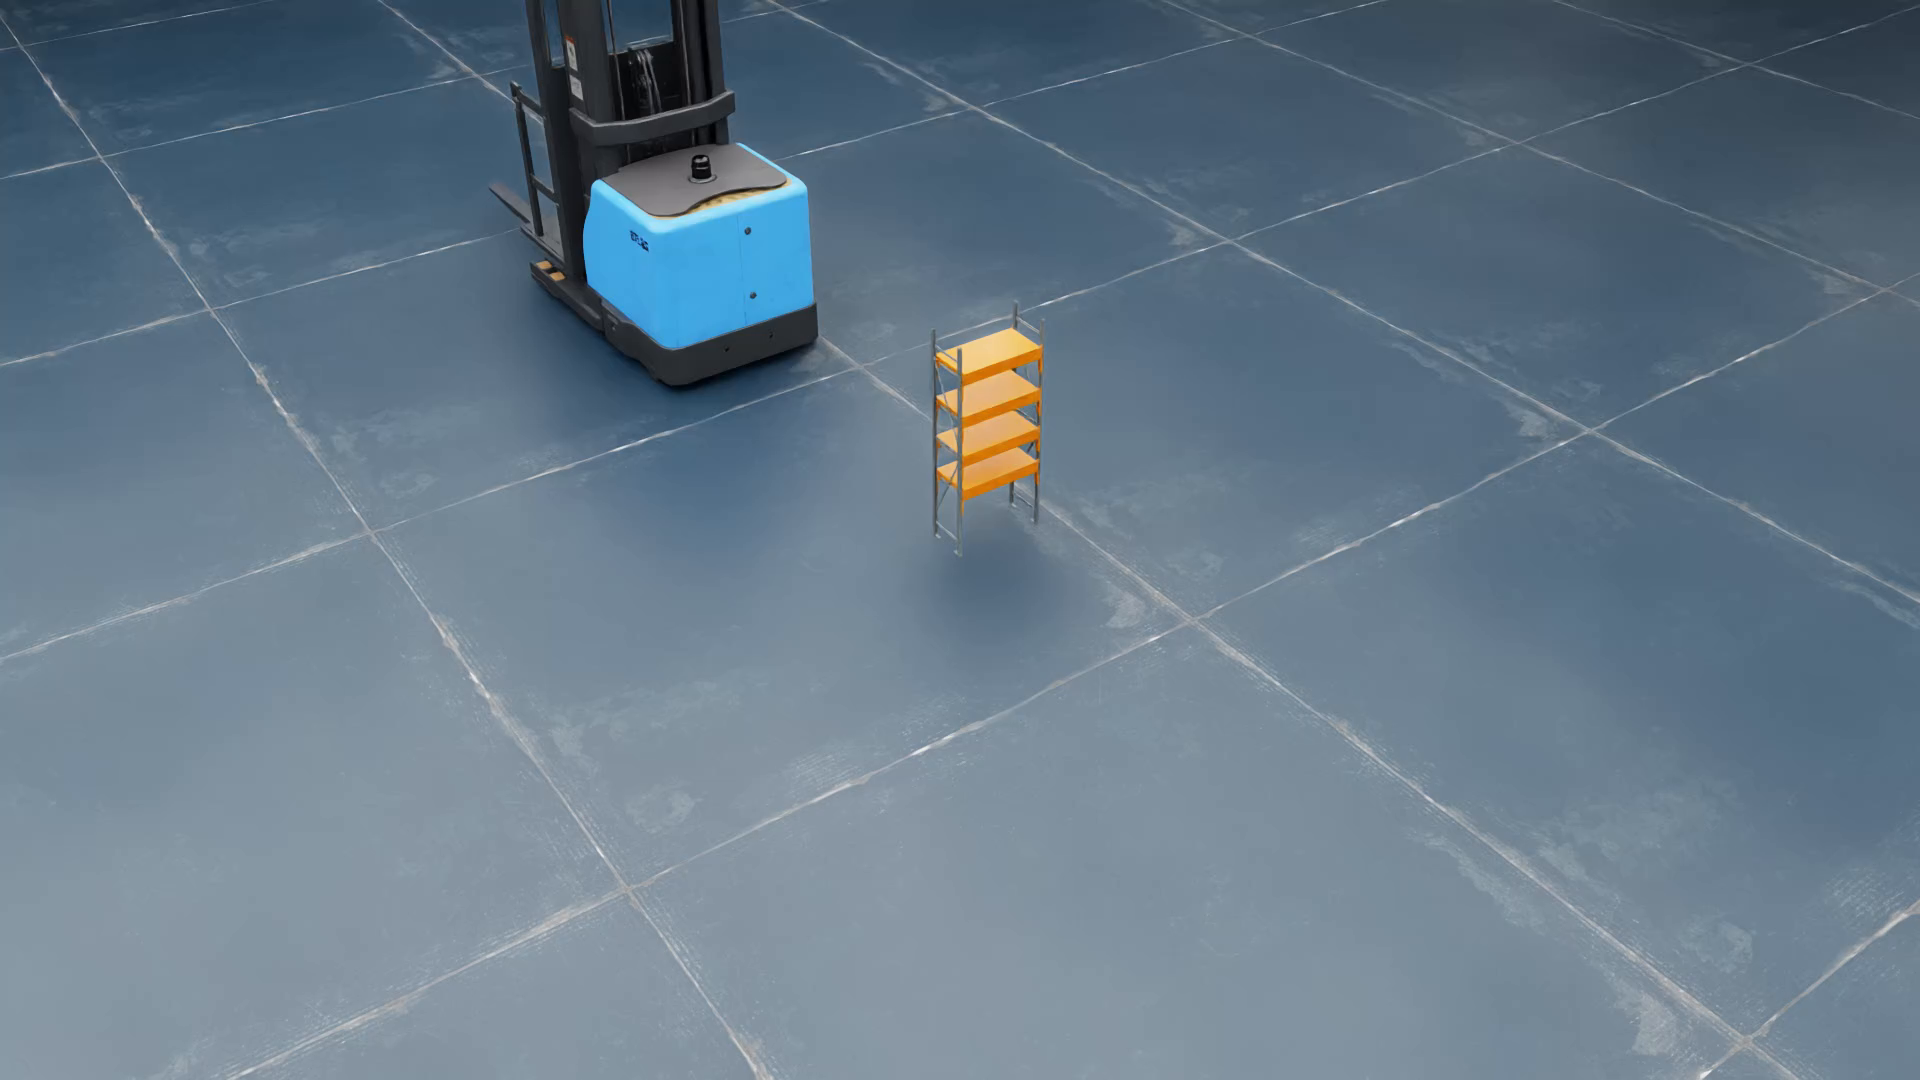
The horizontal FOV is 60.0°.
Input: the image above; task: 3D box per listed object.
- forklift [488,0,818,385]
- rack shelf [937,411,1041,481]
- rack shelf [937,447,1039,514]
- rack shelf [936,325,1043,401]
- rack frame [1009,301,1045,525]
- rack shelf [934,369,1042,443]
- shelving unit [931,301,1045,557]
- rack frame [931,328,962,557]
[{"bbox_3d":[-2.141,-2.902,10.088,1.130,2.935,3.031,-23,42,-29],"label":"forklift"},{"bbox_3d":[0.135,-0.488,8.330,0.480,0.148,0.258,-22,41,-28],"label":"rack shelf"},{"bbox_3d":[0.135,-0.327,8.446,0.480,0.148,0.258,-22,41,-28],"label":"rack shelf"},{"bbox_3d":[0.135,-0.862,8.061,0.480,0.148,0.258,-22,41,-28],"label":"rack shelf"},{"bbox_3d":[0.335,-0.625,8.405,0.015,1.200,0.240,-22,41,-28],"label":"rack frame"},{"bbox_3d":[0.135,-0.670,8.199,0.480,0.148,0.258,-22,41,-28],"label":"rack shelf"},{"bbox_3d":[0.135,-0.543,8.290,0.503,1.200,0.258,-22,41,-28],"label":"shelving unit"},{"bbox_3d":[-0.064,-0.461,8.176,0.015,1.200,0.240,-22,41,-28],"label":"rack frame"}]
